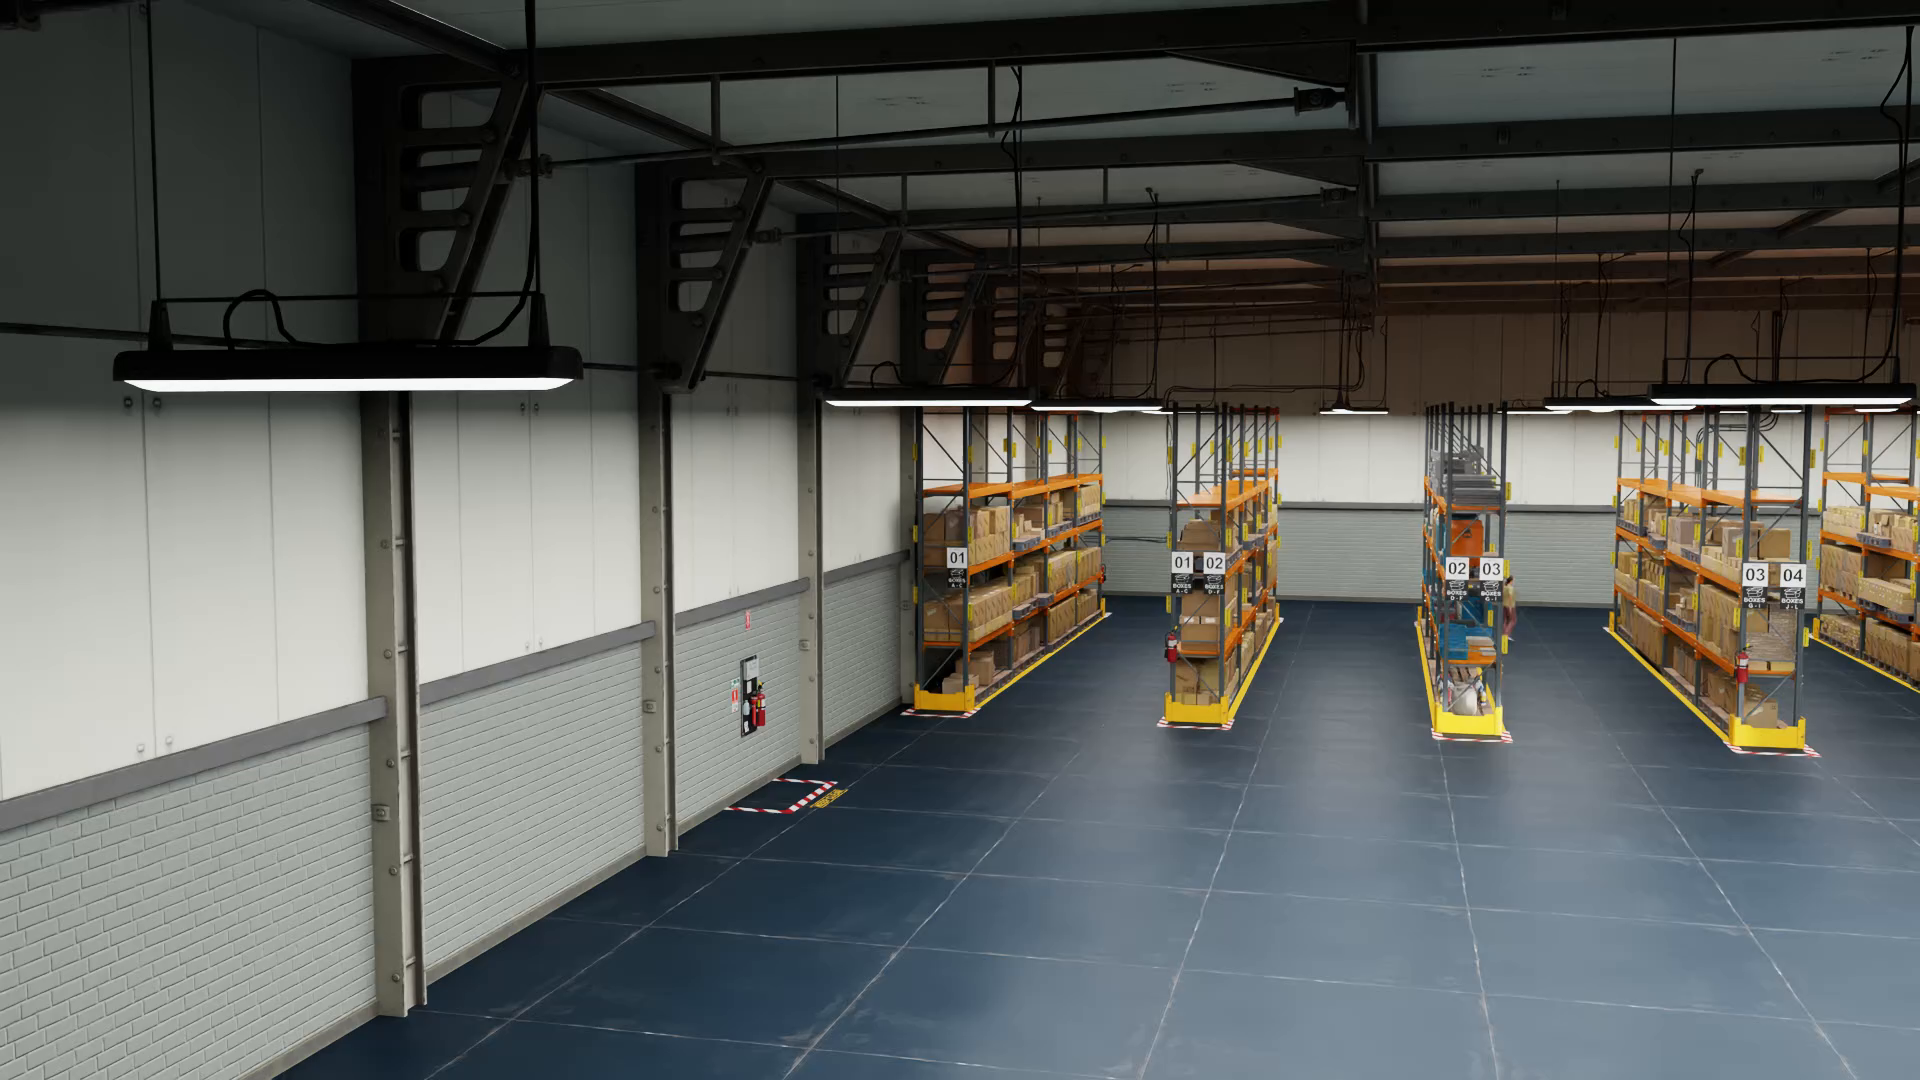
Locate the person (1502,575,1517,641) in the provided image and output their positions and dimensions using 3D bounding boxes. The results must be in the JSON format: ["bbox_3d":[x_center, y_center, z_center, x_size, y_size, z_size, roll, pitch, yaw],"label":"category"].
[{"bbox_3d":[14.050,1.749,42.675,0.400,1.698,0.478,-1,4,-17],"label":"person"}]
